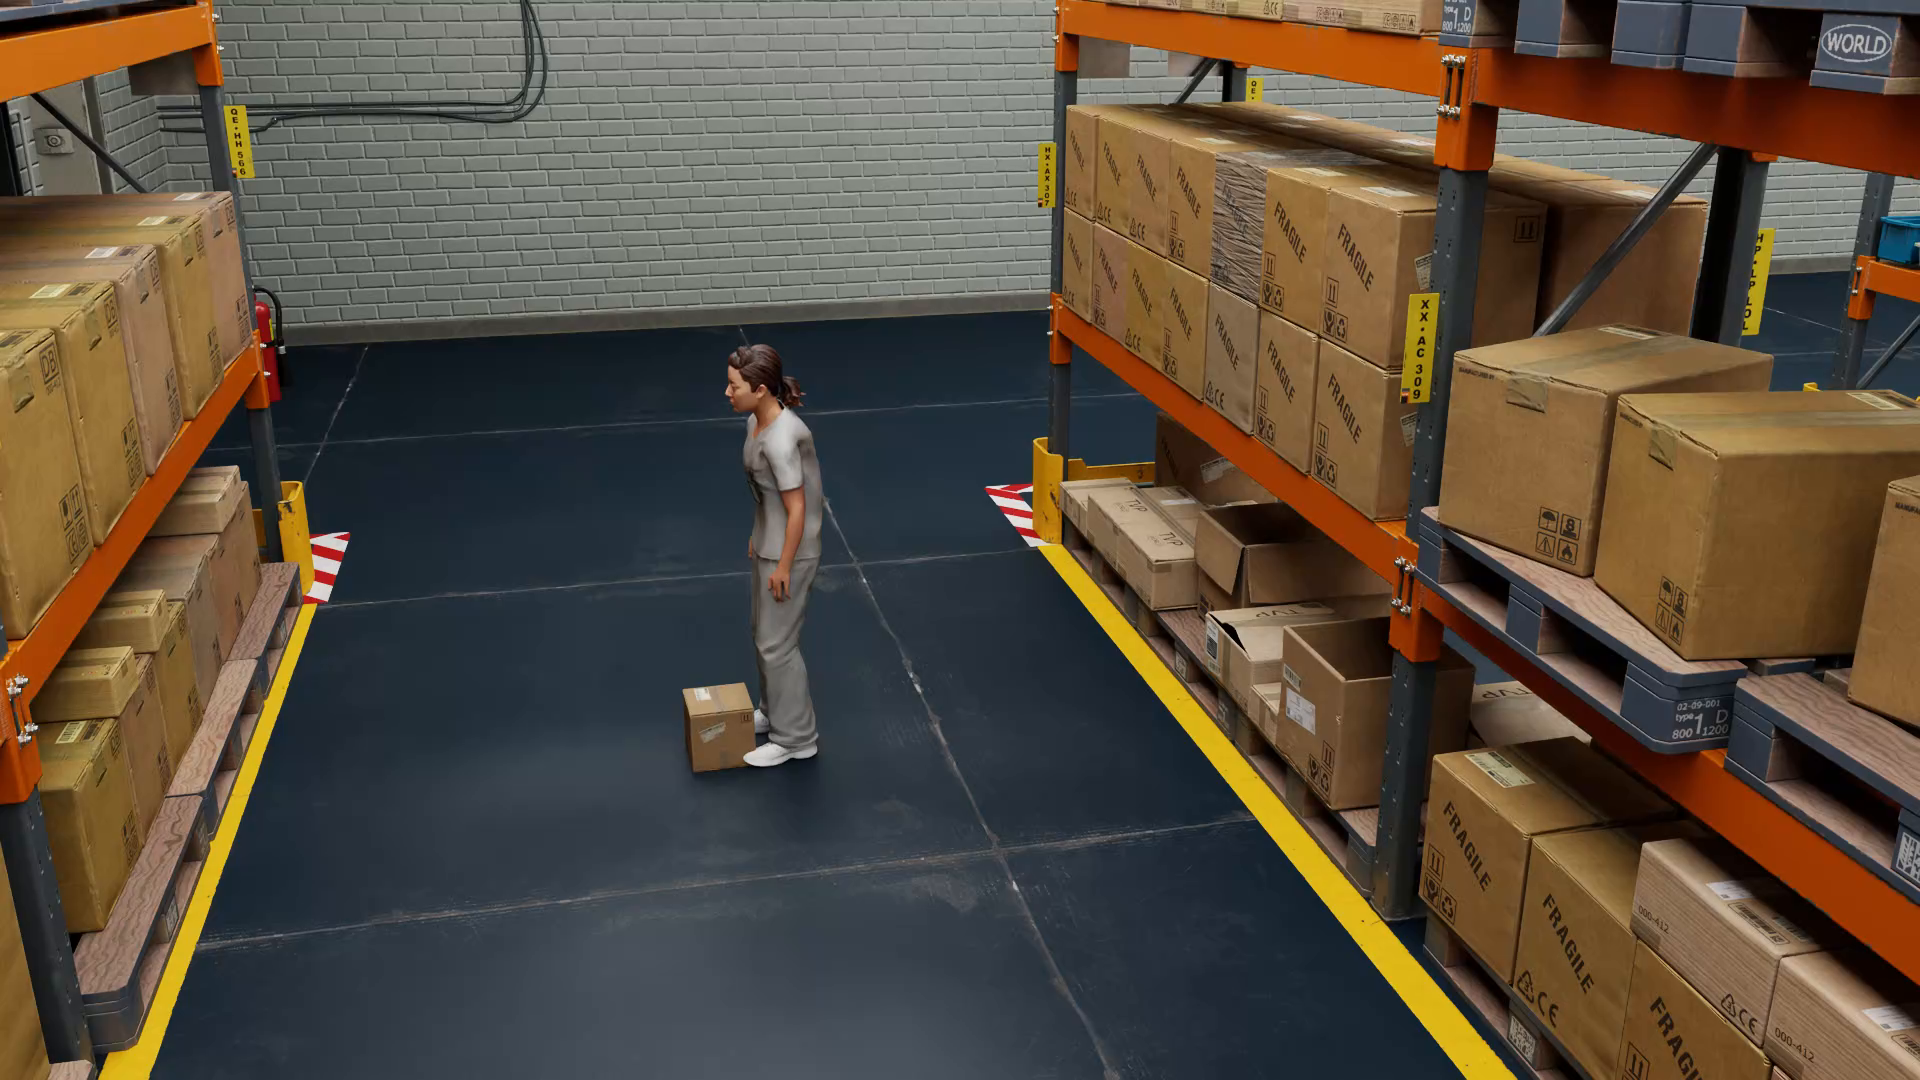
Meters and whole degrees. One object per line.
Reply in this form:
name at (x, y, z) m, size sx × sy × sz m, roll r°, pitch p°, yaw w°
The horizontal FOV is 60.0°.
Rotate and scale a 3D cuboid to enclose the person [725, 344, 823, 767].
person at (-0.717, 0.054, 6.432) m, size 0.363 × 1.666 × 0.511 m, roll -6°, pitch 21°, yaw -16°
